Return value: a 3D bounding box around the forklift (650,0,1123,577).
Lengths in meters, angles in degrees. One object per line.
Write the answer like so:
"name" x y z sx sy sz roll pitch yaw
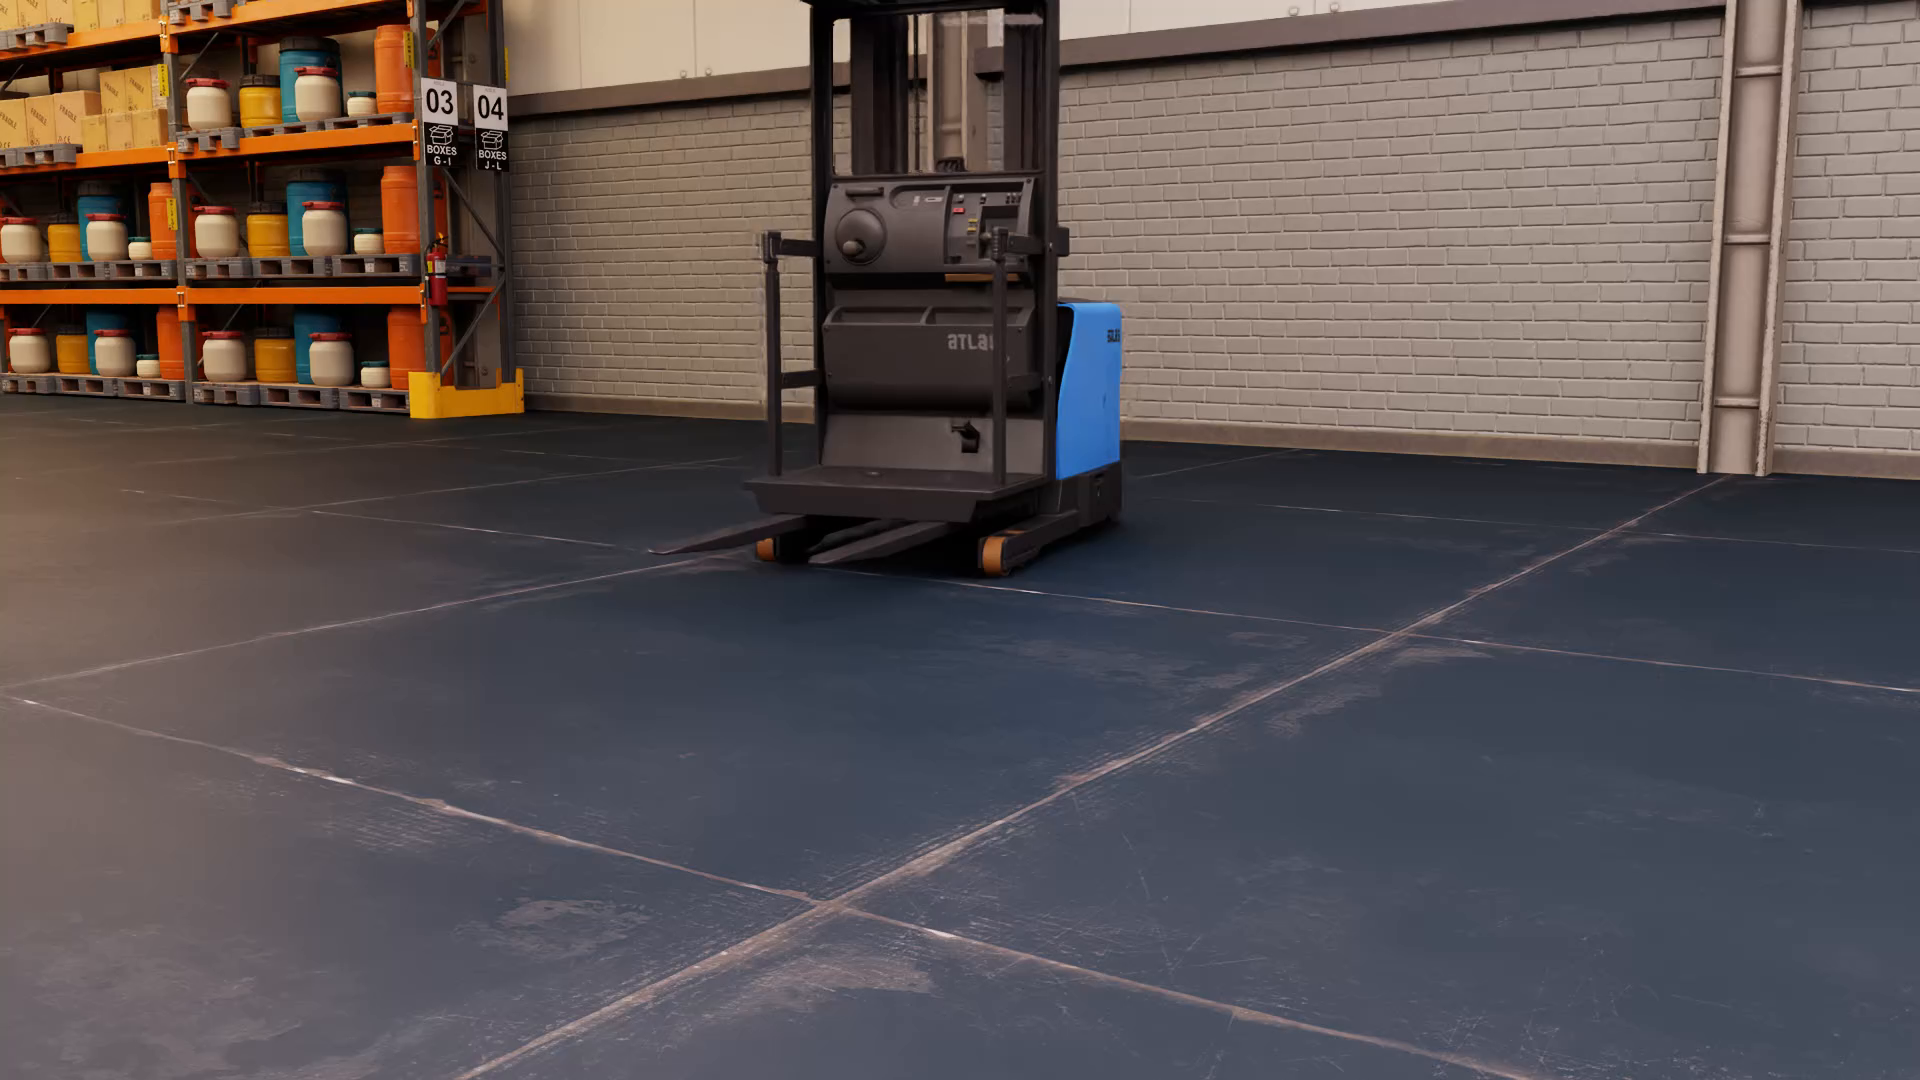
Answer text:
"forklift" -0.211 -1.370 6.827 1.130 2.935 3.031 3 9 21
